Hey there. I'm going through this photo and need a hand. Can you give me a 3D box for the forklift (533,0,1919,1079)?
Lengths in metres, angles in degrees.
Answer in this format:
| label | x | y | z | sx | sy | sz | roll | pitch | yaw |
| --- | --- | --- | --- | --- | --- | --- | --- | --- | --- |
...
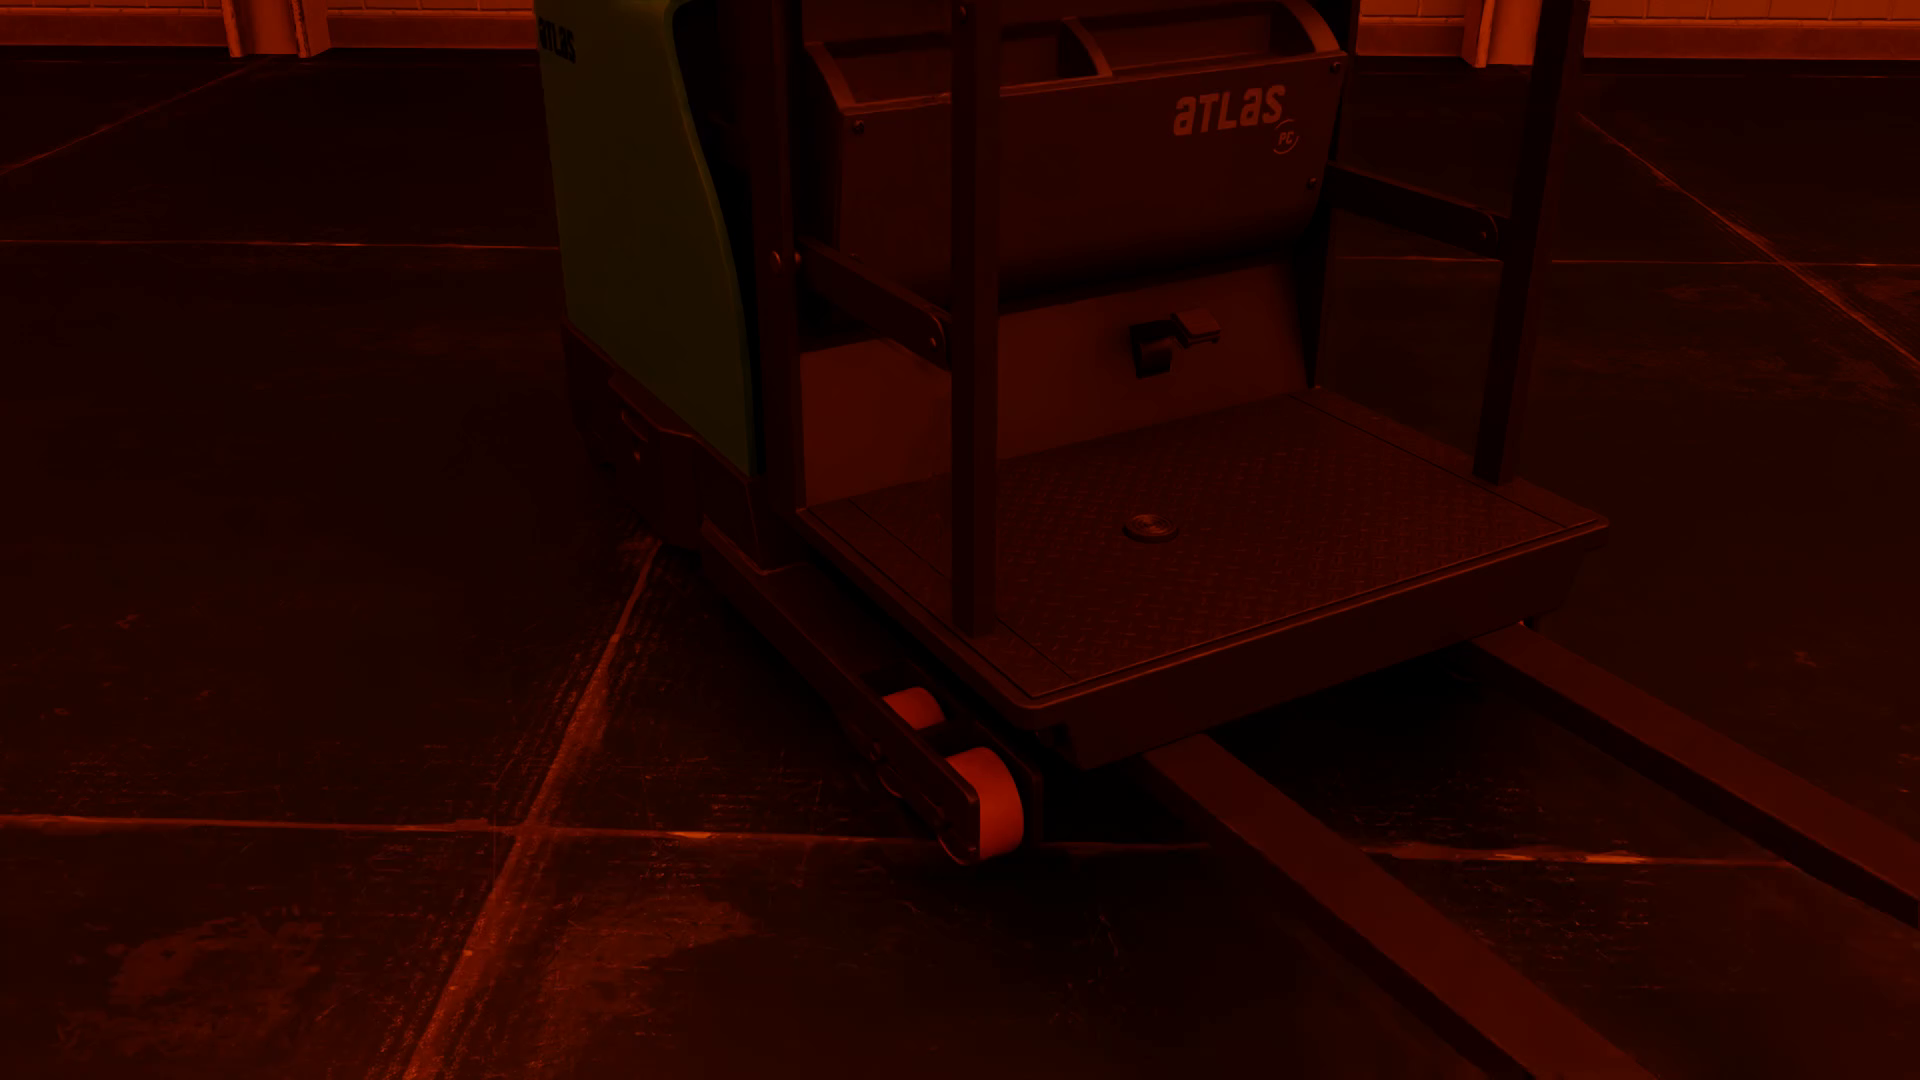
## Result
| label | x | y | z | sx | sy | sz | roll | pitch | yaw |
| --- | --- | --- | --- | --- | --- | --- | --- | --- | --- |
| forklift | 0.310 | -1.082 | 2.212 | 1.130 | 2.935 | 3.031 | -15 | 30 | -27 |
